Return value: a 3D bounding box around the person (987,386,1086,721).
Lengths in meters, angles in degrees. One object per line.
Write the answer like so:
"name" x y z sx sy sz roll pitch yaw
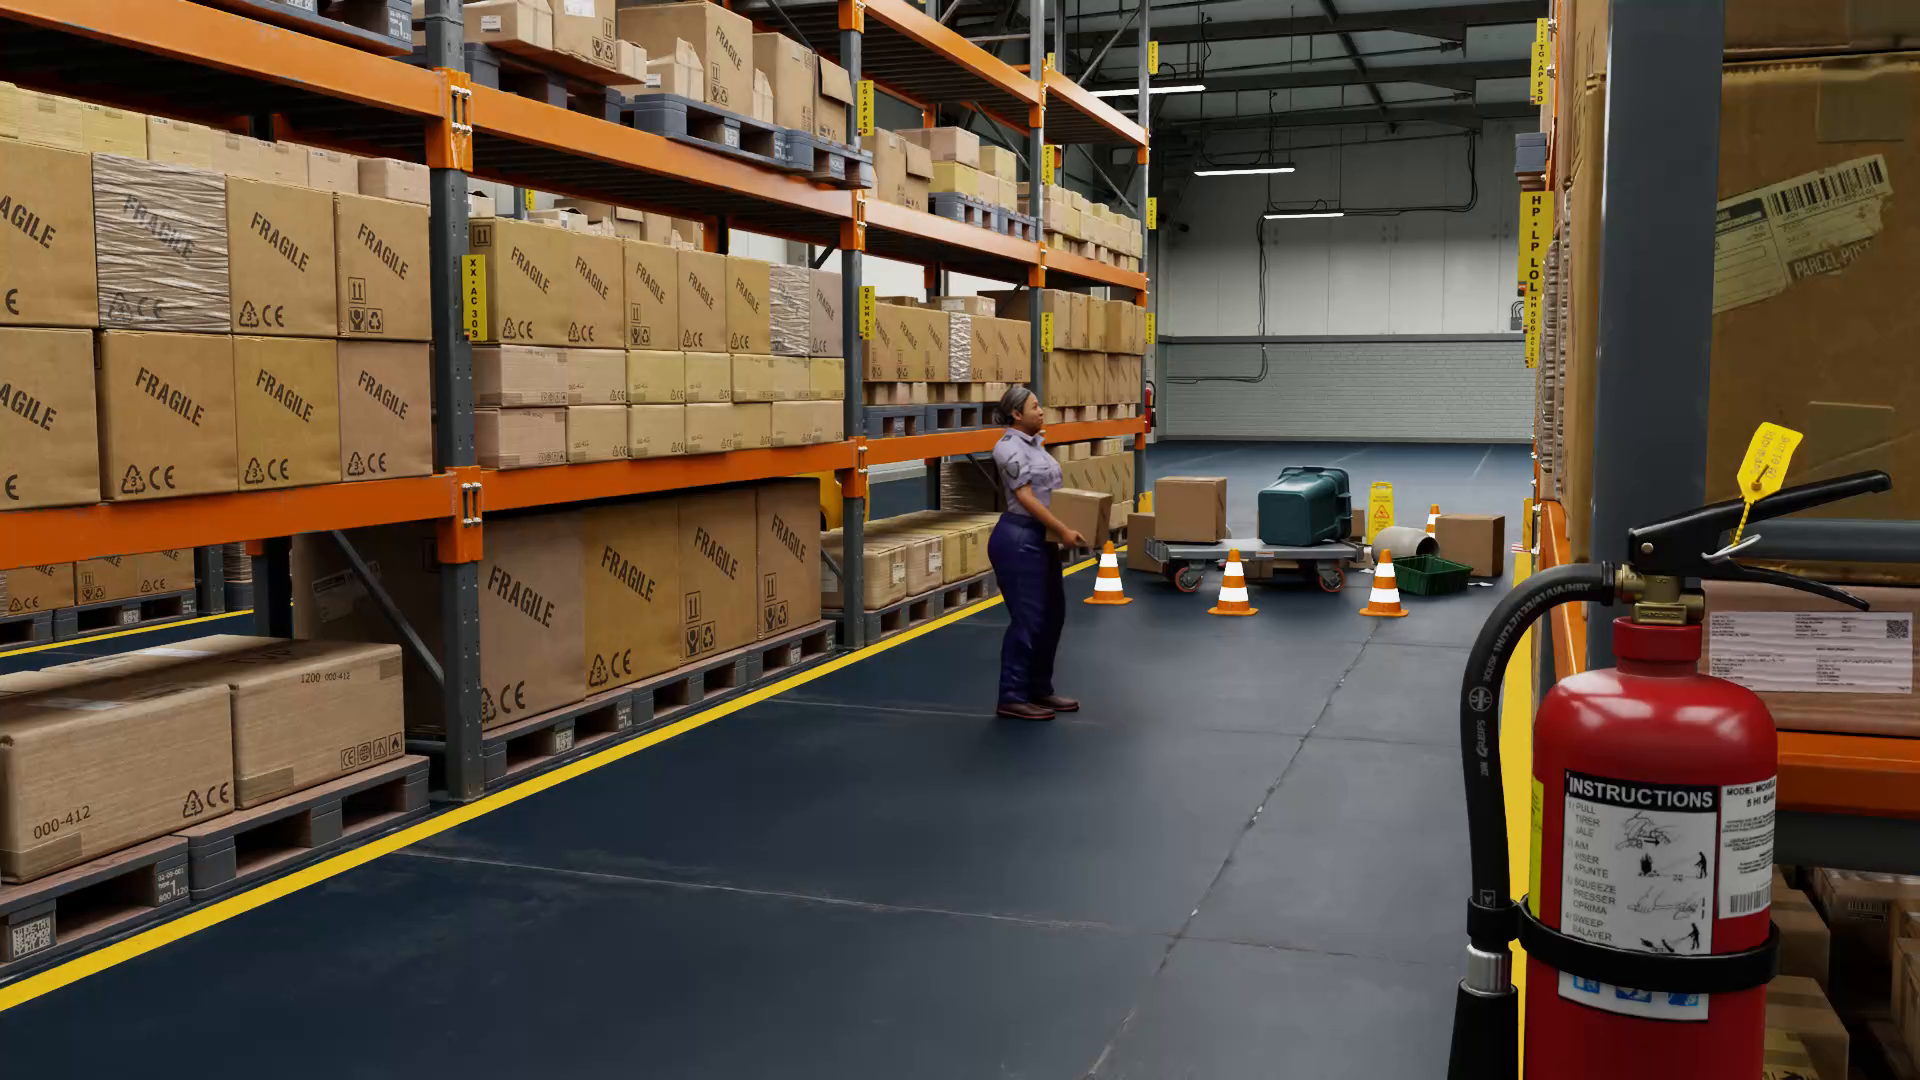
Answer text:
"person" 0.416 0.057 8.280 0.517 1.637 0.453 2 6 20
